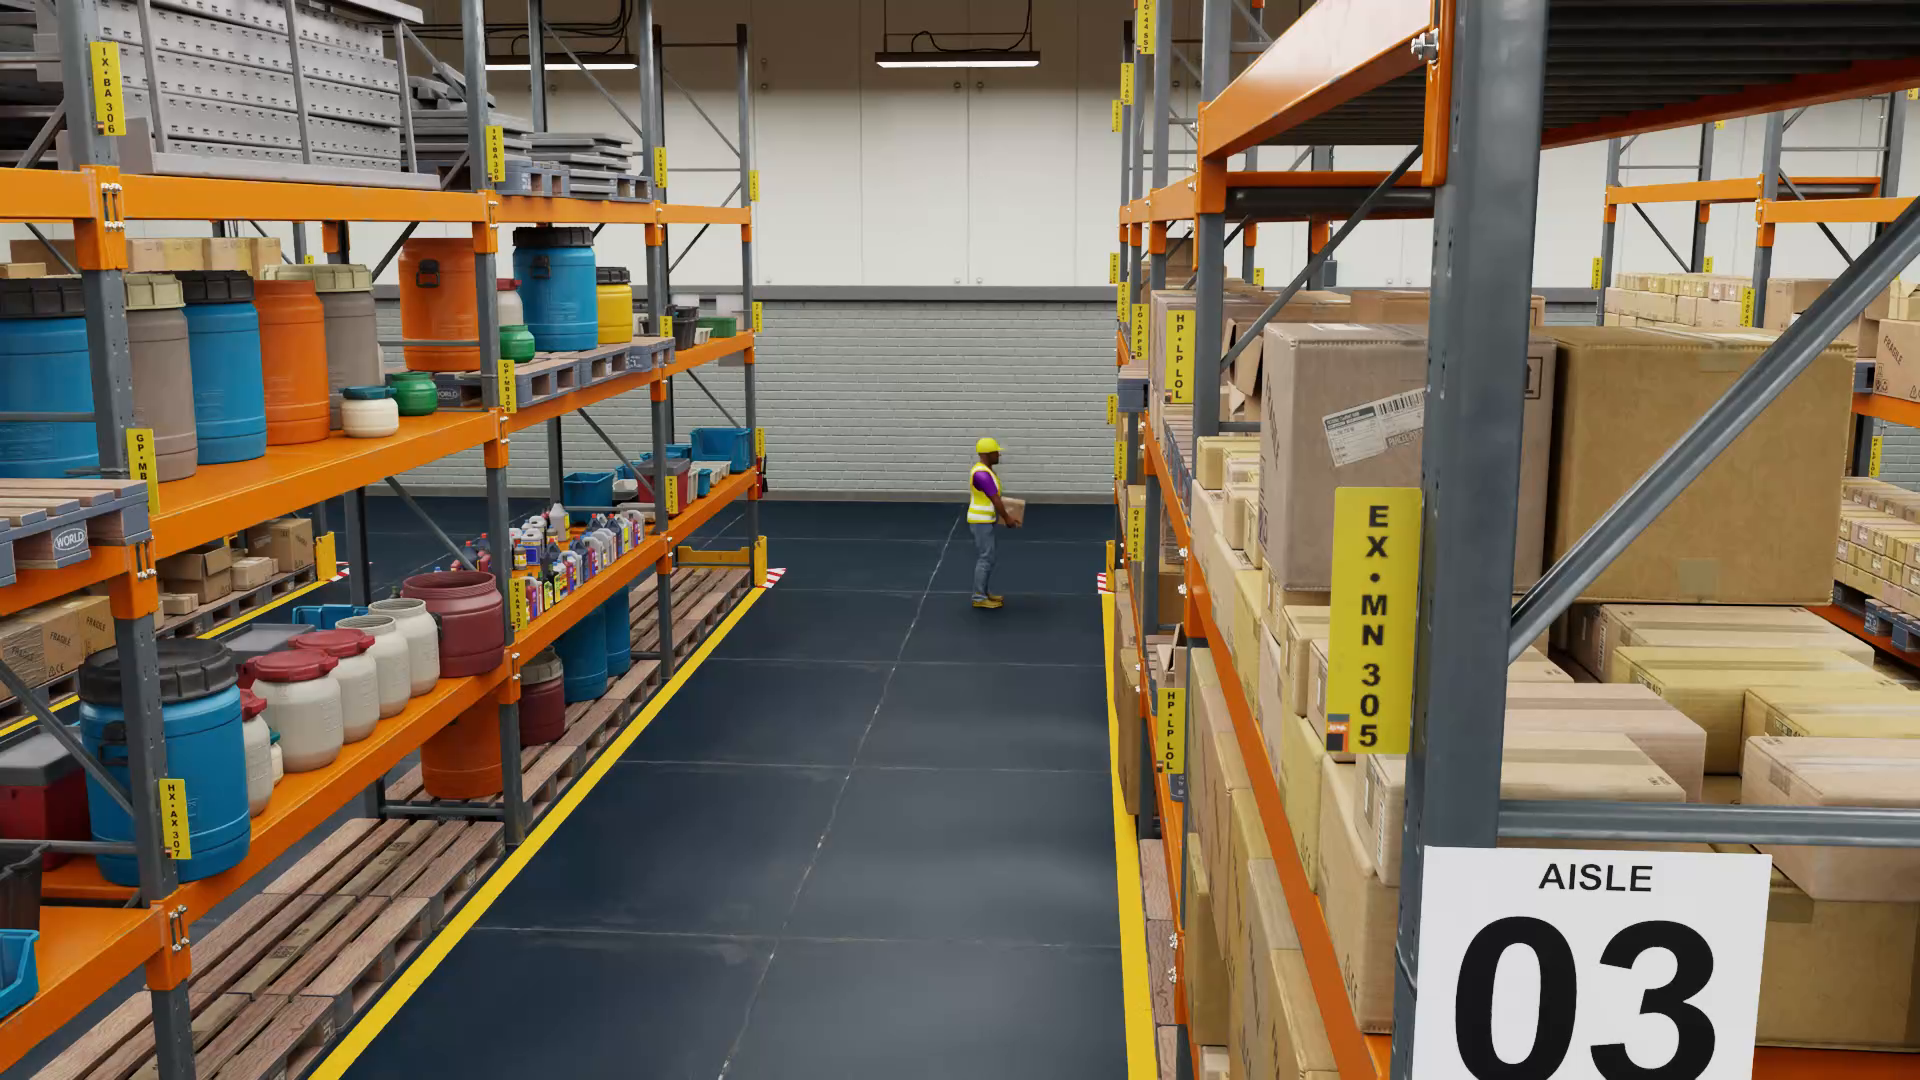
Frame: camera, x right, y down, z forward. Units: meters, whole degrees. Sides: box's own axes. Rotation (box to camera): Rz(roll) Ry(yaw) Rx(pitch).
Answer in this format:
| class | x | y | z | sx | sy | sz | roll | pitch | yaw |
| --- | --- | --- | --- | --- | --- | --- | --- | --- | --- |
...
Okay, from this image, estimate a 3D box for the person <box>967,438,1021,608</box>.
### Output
| class | x | y | z | sx | sy | sz | roll | pitch | yaw |
| --- | --- | --- | --- | --- | --- | --- | --- | --- | --- |
| person | 0.356 | -0.188 | 17.369 | 0.567 | 1.762 | 0.505 | 1 | 11 | 3 |
